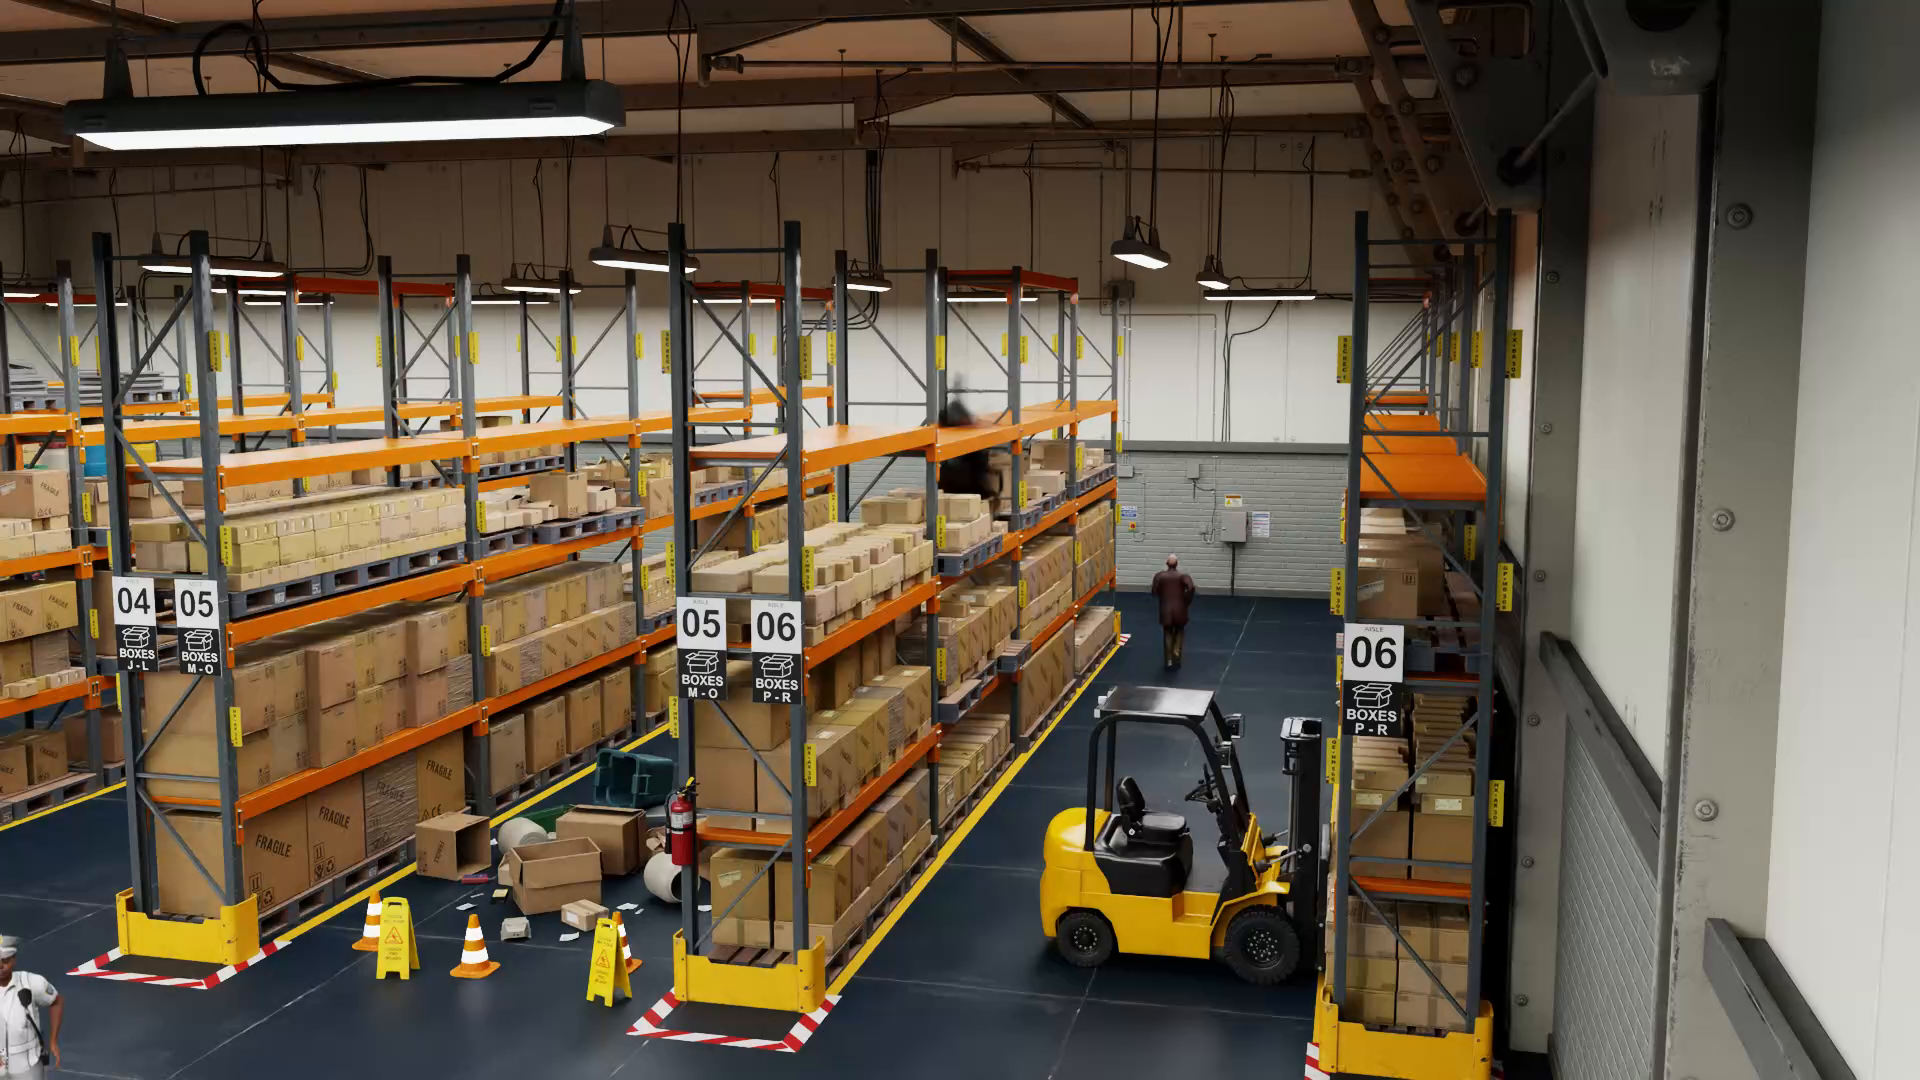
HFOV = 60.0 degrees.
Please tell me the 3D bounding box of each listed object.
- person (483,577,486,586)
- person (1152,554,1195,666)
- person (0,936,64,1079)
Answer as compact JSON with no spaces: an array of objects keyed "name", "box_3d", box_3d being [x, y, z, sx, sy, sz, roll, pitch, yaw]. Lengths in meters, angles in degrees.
[{"name":"person","box_3d":[-7.050,1.350,24.509,0.604,1.654,0.923,1,7,6]},{"name":"person","box_3d":[3.352,1.130,26.131,0.687,1.827,0.687,1,7,11]},{"name":"person","box_3d":[-5.604,3.139,9.833,0.553,1.663,0.621,-3,8,-26]}]
